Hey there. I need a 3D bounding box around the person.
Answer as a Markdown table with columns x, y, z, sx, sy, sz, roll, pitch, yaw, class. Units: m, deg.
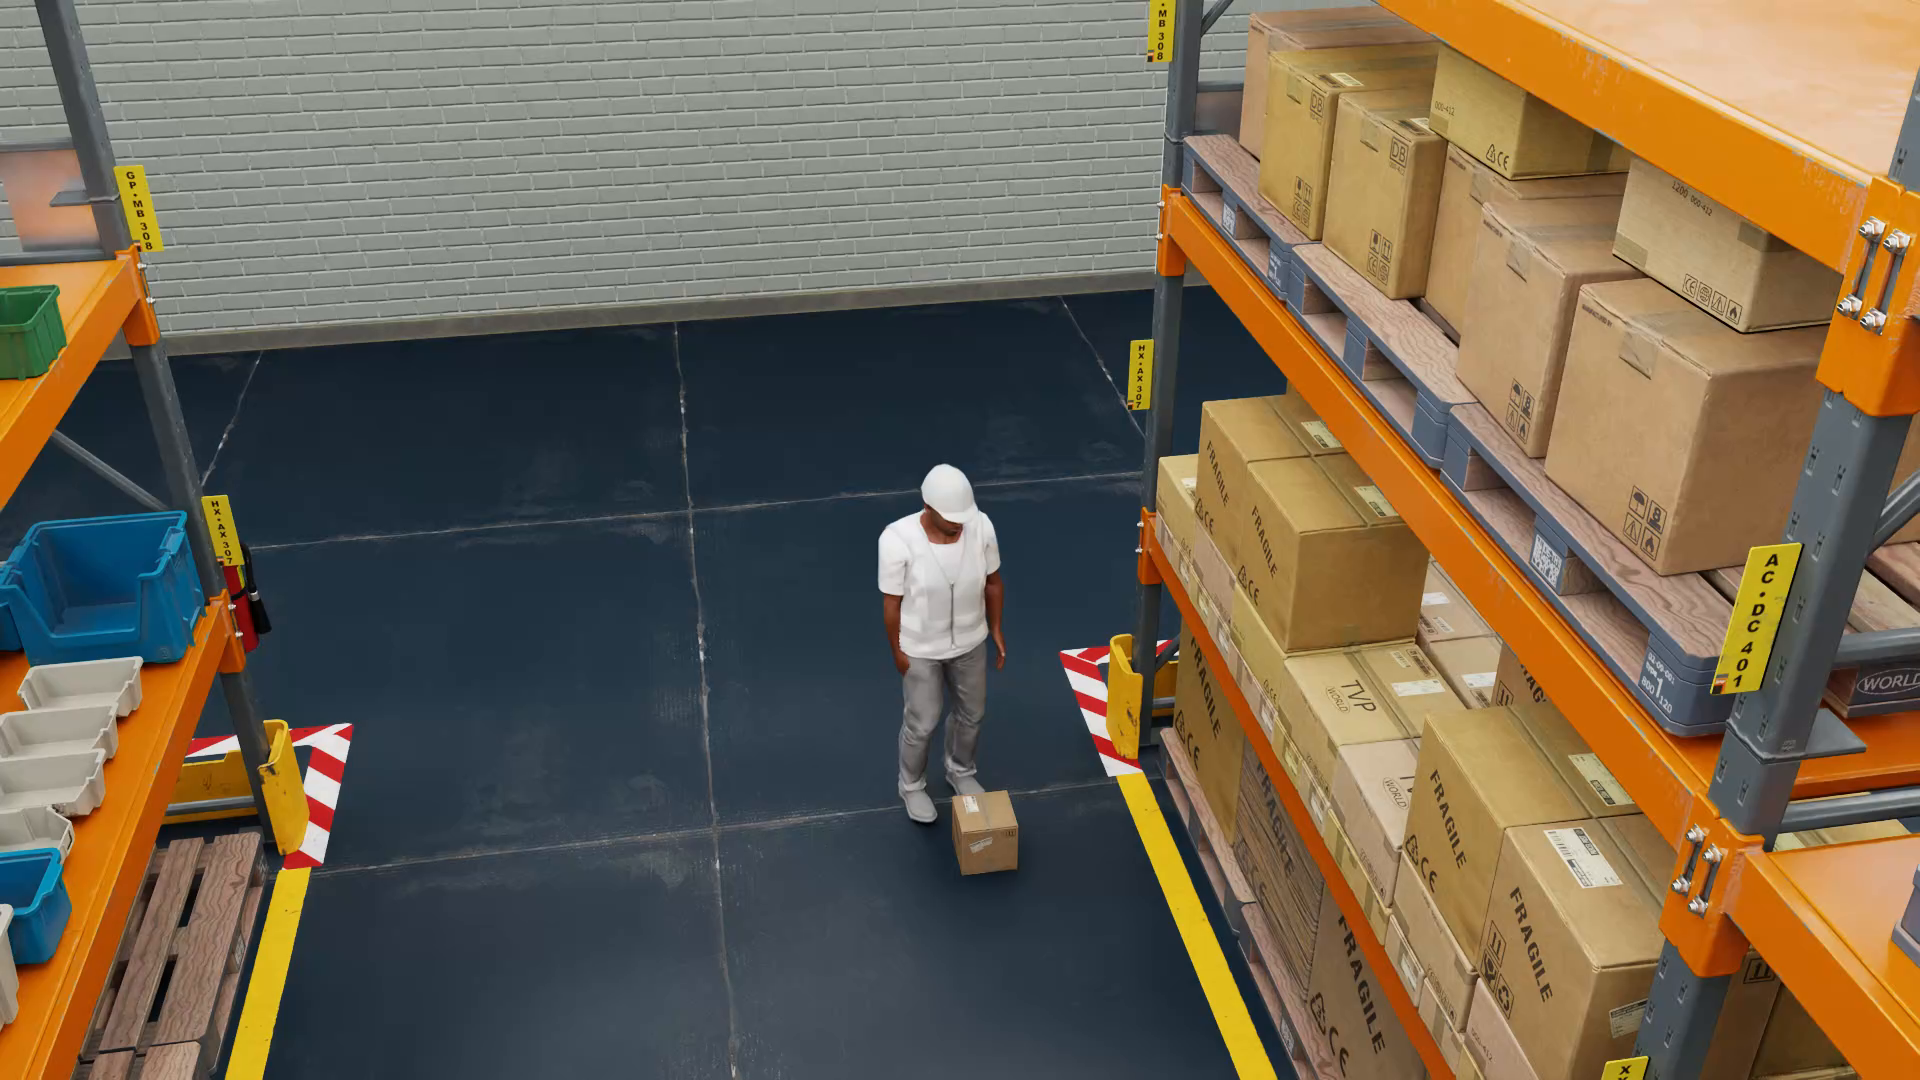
| x | y | z | sx | sy | sz | roll | pitch | yaw | class |
| --- | --- | --- | --- | --- | --- | --- | --- | --- | --- |
| -0.067 | 0.443 | 7.371 | 0.569 | 1.757 | 0.373 | -13 | 33 | -21 | person |
